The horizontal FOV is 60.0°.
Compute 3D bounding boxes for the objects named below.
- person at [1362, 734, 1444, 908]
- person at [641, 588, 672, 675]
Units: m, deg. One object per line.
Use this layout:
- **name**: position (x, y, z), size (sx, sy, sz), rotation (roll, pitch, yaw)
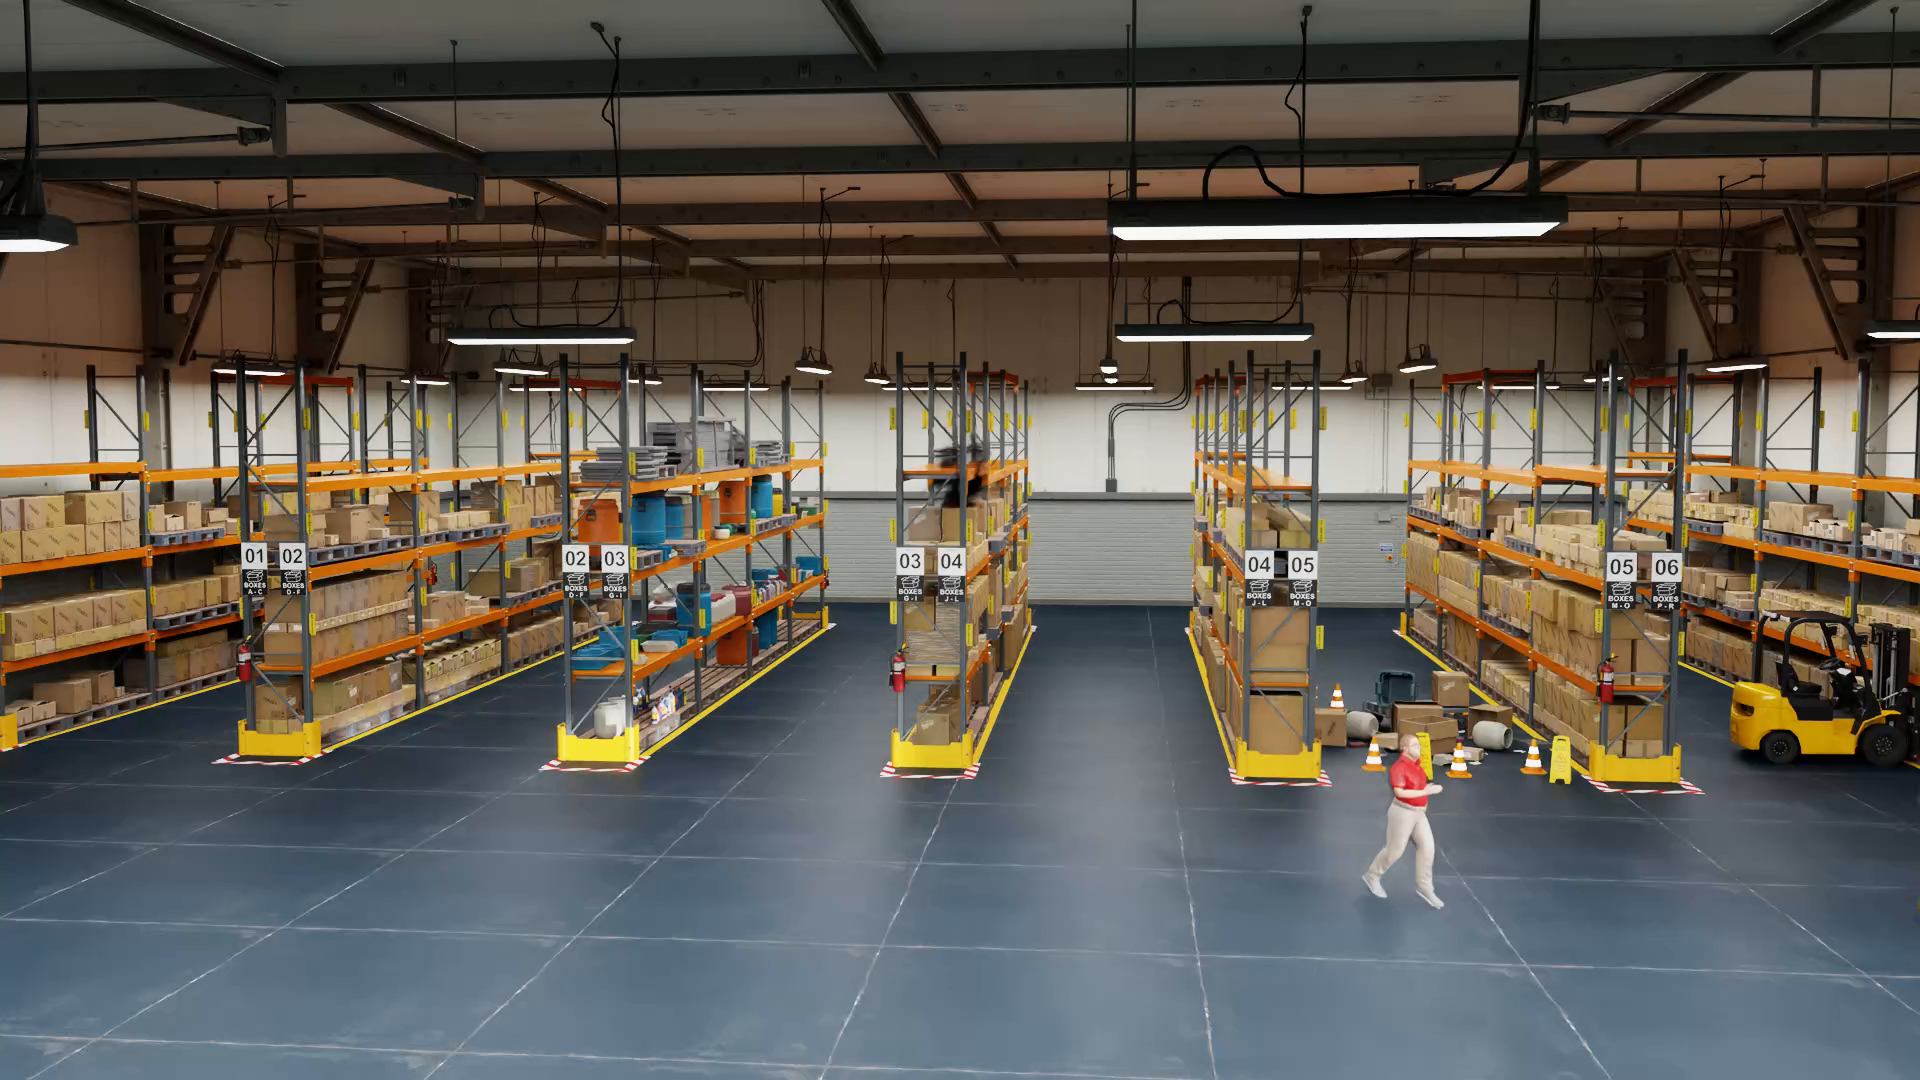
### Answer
- **person**: position (4.617, 2.907, 17.302), size (0.847, 1.792, 0.664), rotation (4, 6, 43)
- **person**: position (-5.975, 1.809, 32.852), size (0.686, 1.718, 0.605), rotation (0, 4, 3)
